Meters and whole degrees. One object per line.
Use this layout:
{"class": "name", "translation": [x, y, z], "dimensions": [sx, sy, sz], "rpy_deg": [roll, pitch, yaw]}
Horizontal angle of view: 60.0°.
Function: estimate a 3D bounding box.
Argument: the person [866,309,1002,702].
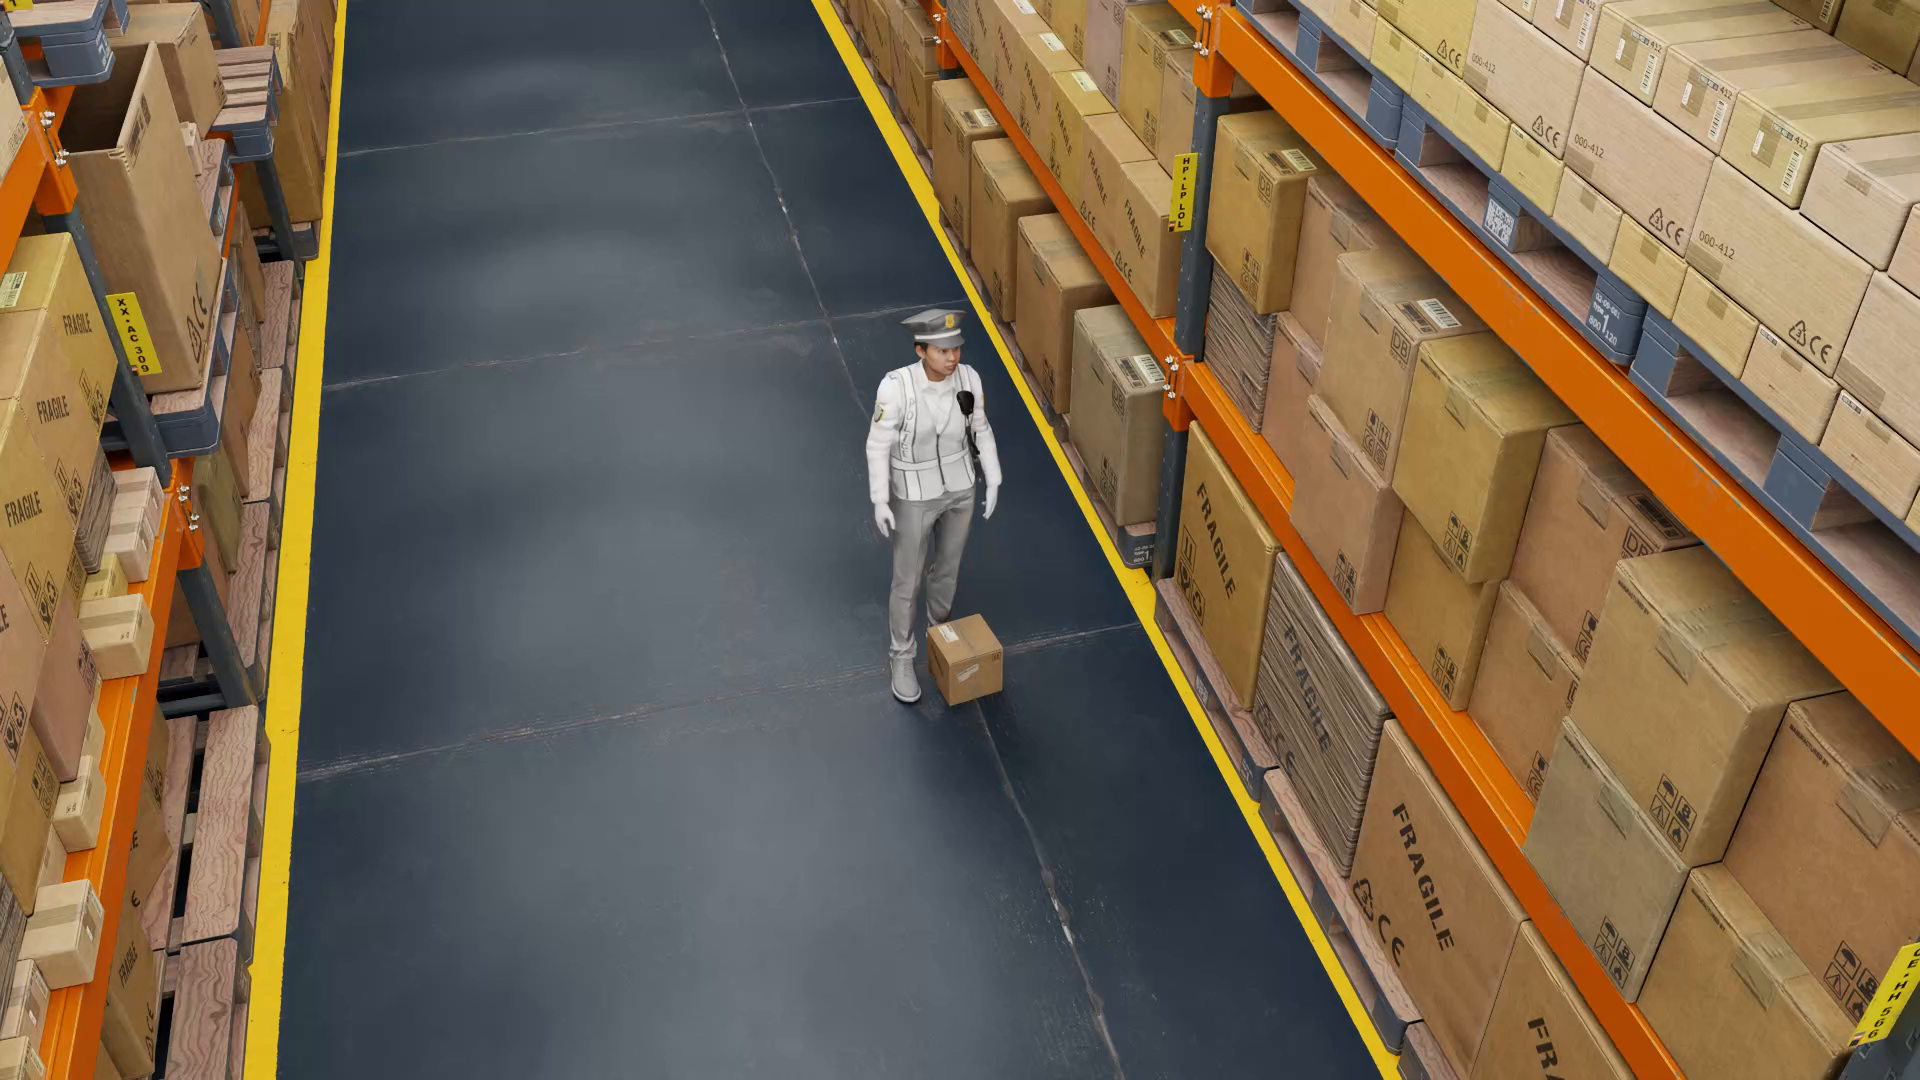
{"class": "person", "translation": [-0.083, -0.166, 6.882], "dimensions": [0.586, 1.694, 0.530], "rpy_deg": [-14, 41, -17]}
